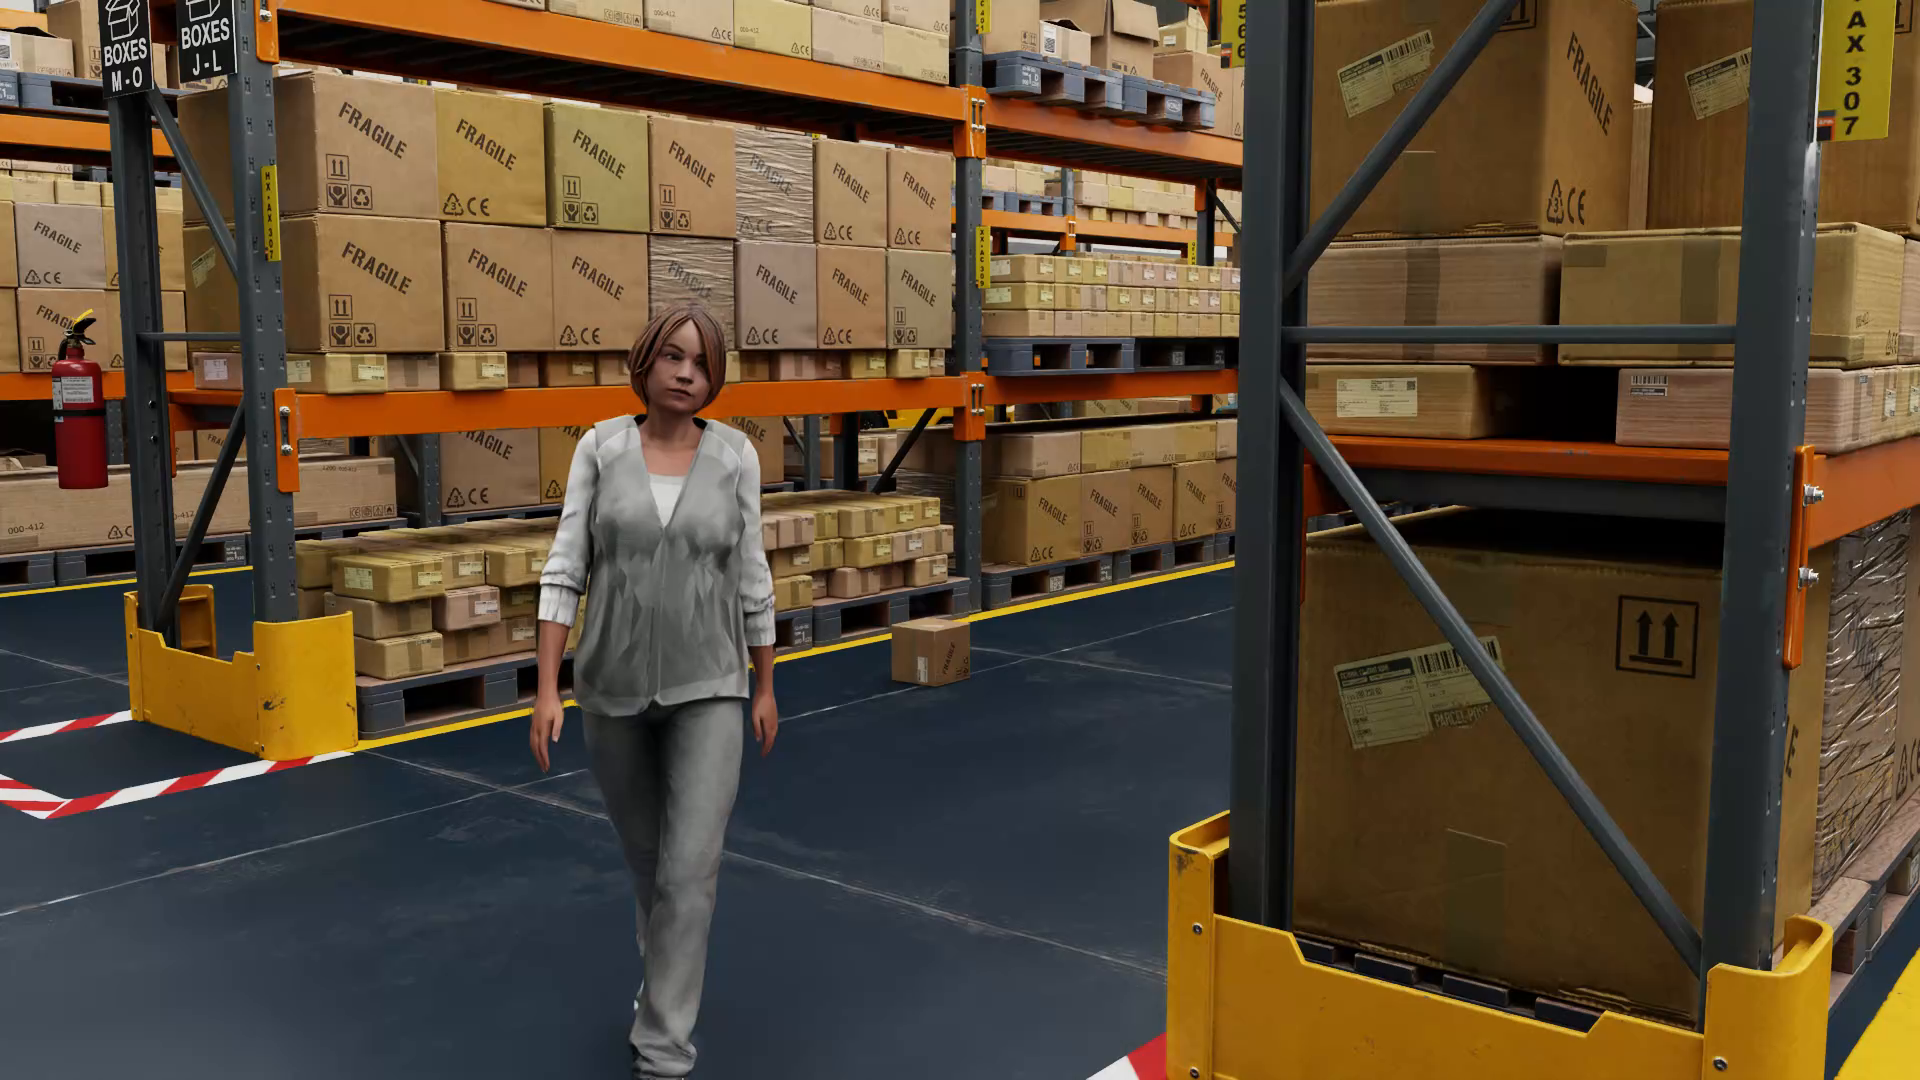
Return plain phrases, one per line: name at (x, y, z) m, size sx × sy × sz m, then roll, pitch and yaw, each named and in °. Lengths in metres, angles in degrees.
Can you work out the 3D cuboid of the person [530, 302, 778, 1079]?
person at (-0.594, 0.306, 3.263) m, size 0.457 × 1.535 × 0.921 m, roll 0°, pitch 7°, yaw -3°
